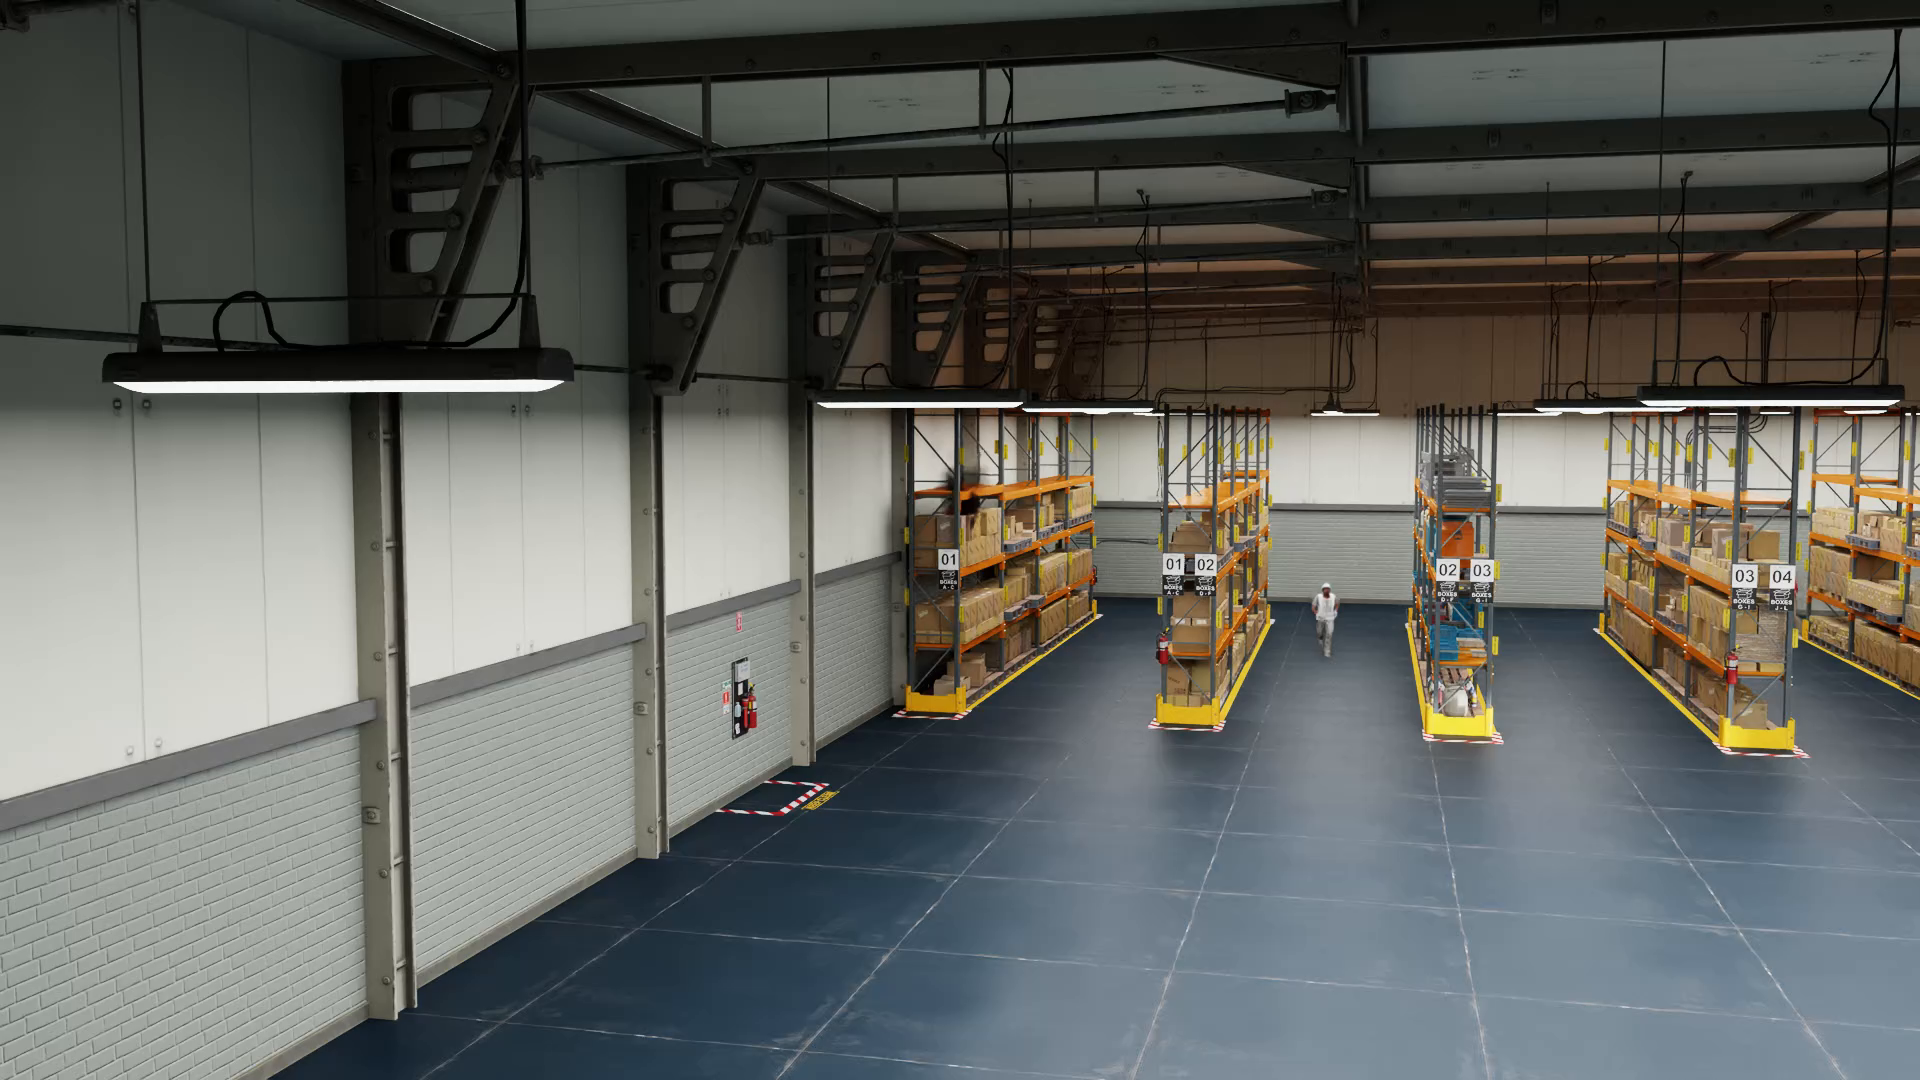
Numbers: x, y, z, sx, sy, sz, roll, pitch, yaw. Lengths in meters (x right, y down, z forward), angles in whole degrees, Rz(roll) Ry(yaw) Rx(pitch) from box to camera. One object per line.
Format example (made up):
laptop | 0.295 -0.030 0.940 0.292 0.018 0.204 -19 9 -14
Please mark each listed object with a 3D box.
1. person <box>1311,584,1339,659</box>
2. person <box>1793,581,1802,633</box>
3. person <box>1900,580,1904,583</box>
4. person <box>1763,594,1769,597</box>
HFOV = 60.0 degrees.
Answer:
person | 8.839 1.933 40.268 0.629 1.770 1.093 1 4 11
person | 22.053 1.678 44.169 0.742 1.780 0.686 0 4 3
person | 23.967 1.825 42.397 0.636 1.666 0.499 0 4 6
person | 21.472 1.659 44.263 0.703 1.768 0.774 -1 4 -17
